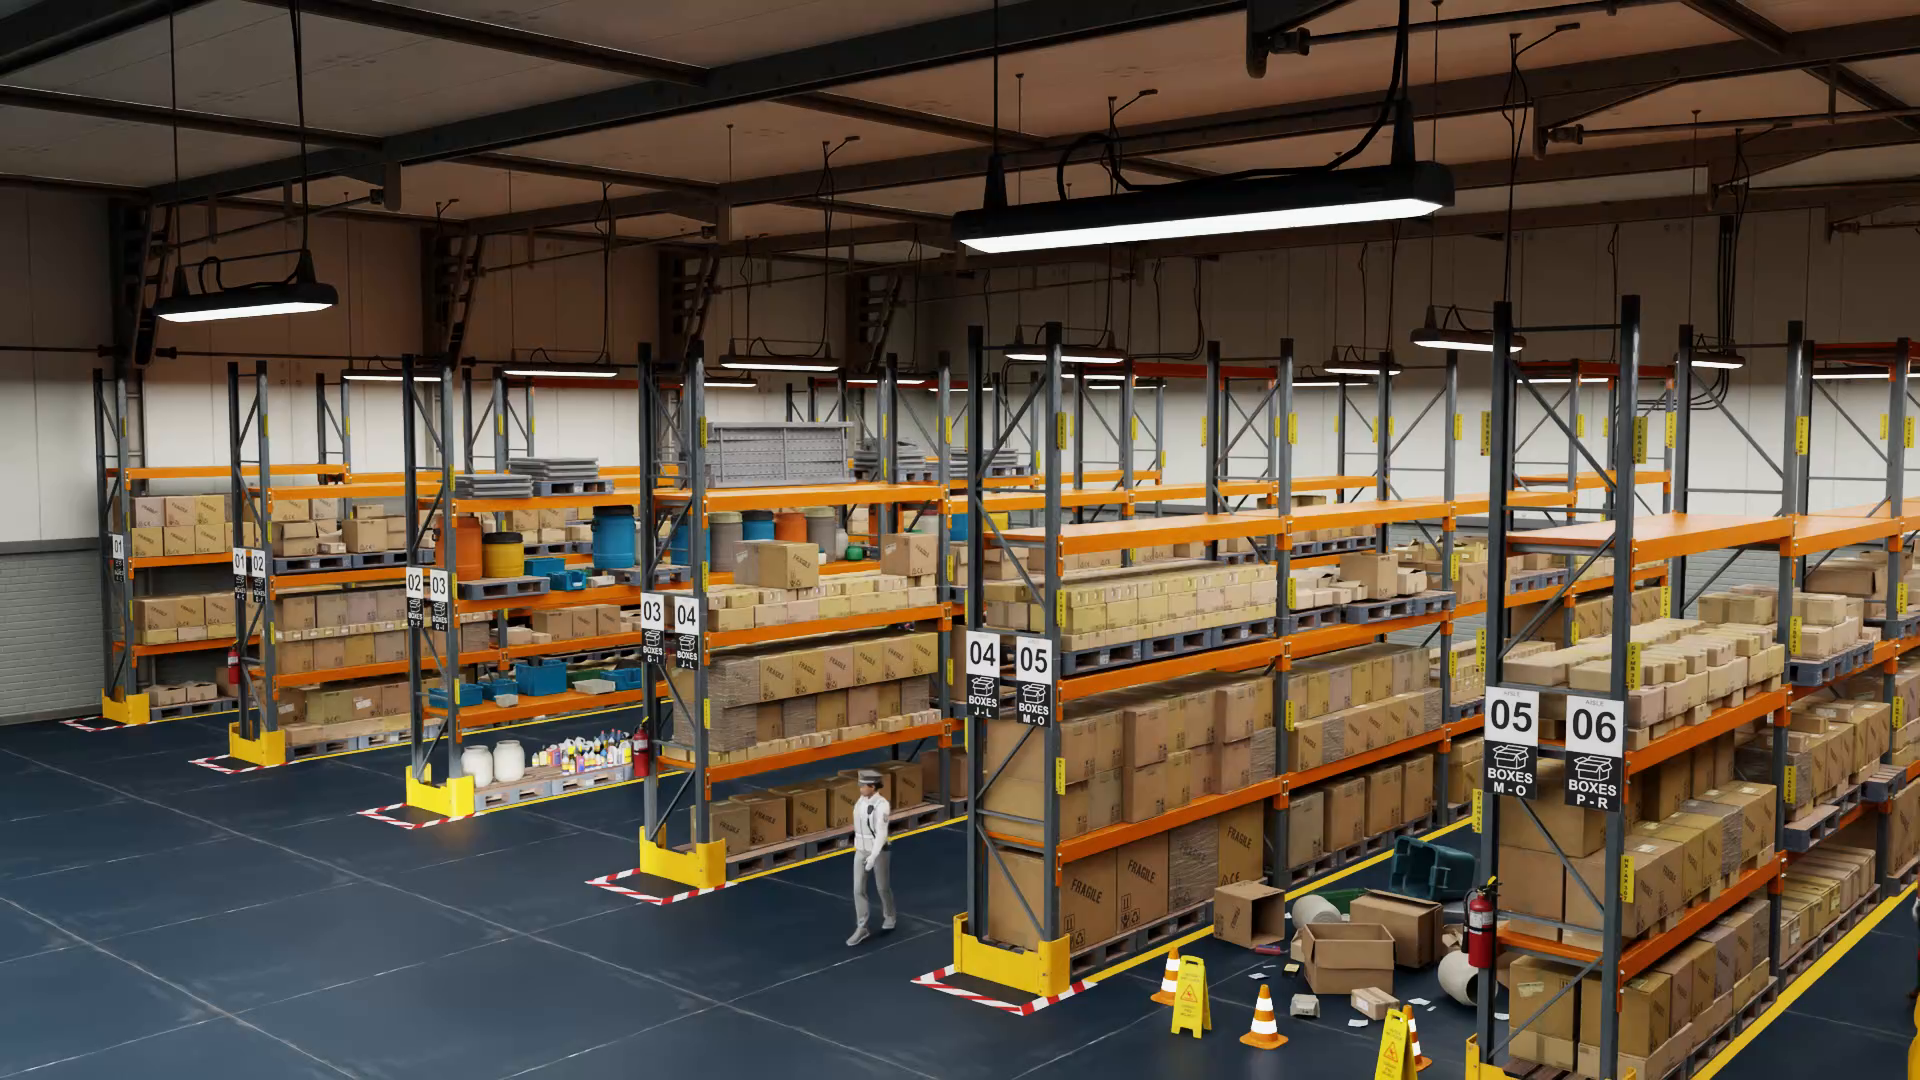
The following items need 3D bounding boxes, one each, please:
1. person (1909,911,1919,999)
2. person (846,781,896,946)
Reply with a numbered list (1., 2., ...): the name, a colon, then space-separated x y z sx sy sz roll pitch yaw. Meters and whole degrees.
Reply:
1. person: 8.617 3.206 14.511 0.559 1.816 0.503 4 6 40
2. person: -0.886 3.136 16.553 0.503 1.665 0.746 3 5 34
